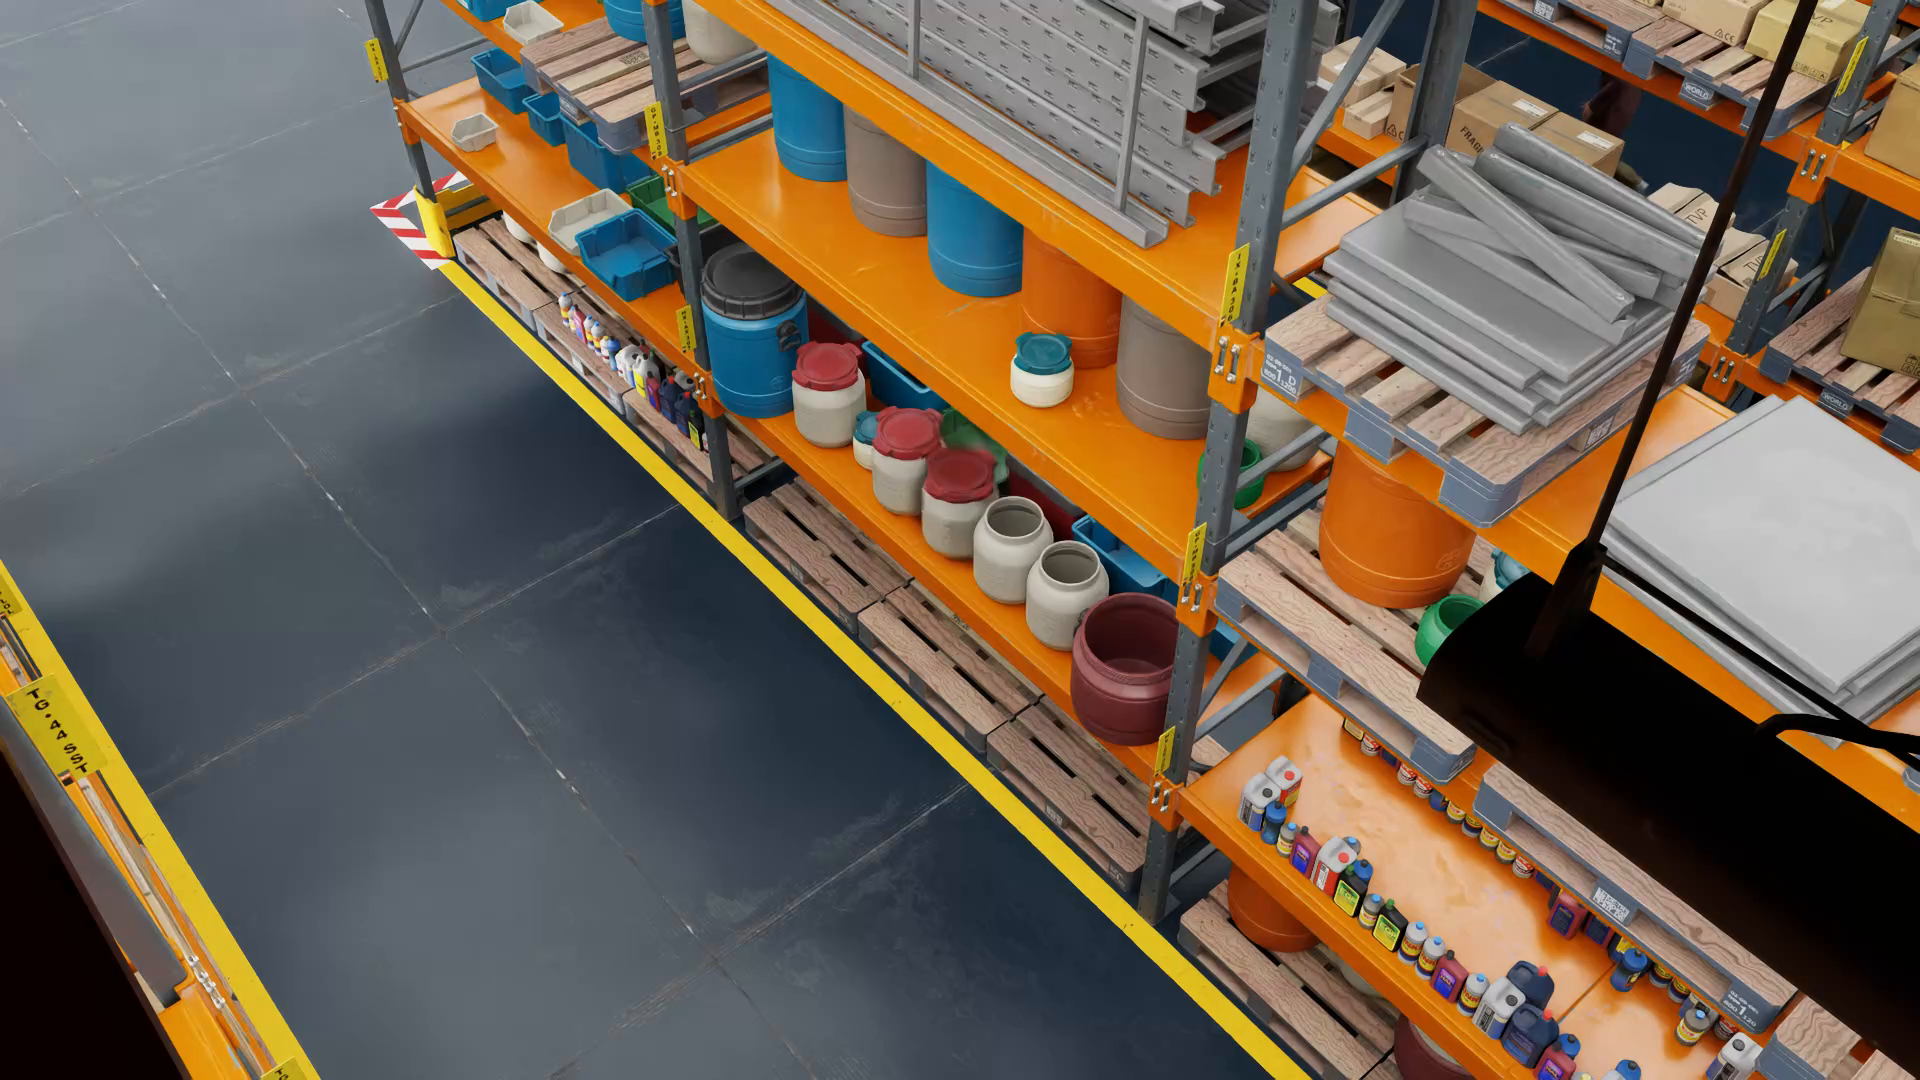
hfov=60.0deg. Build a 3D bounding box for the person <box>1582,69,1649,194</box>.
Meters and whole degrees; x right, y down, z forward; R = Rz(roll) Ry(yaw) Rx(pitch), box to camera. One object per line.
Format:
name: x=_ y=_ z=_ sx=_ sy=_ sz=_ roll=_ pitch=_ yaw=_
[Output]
person: x=5.196 y=-3.386 z=12.998 sx=0.751 sy=1.763 sz=0.668 roll=26 pitch=52 yaw=23
